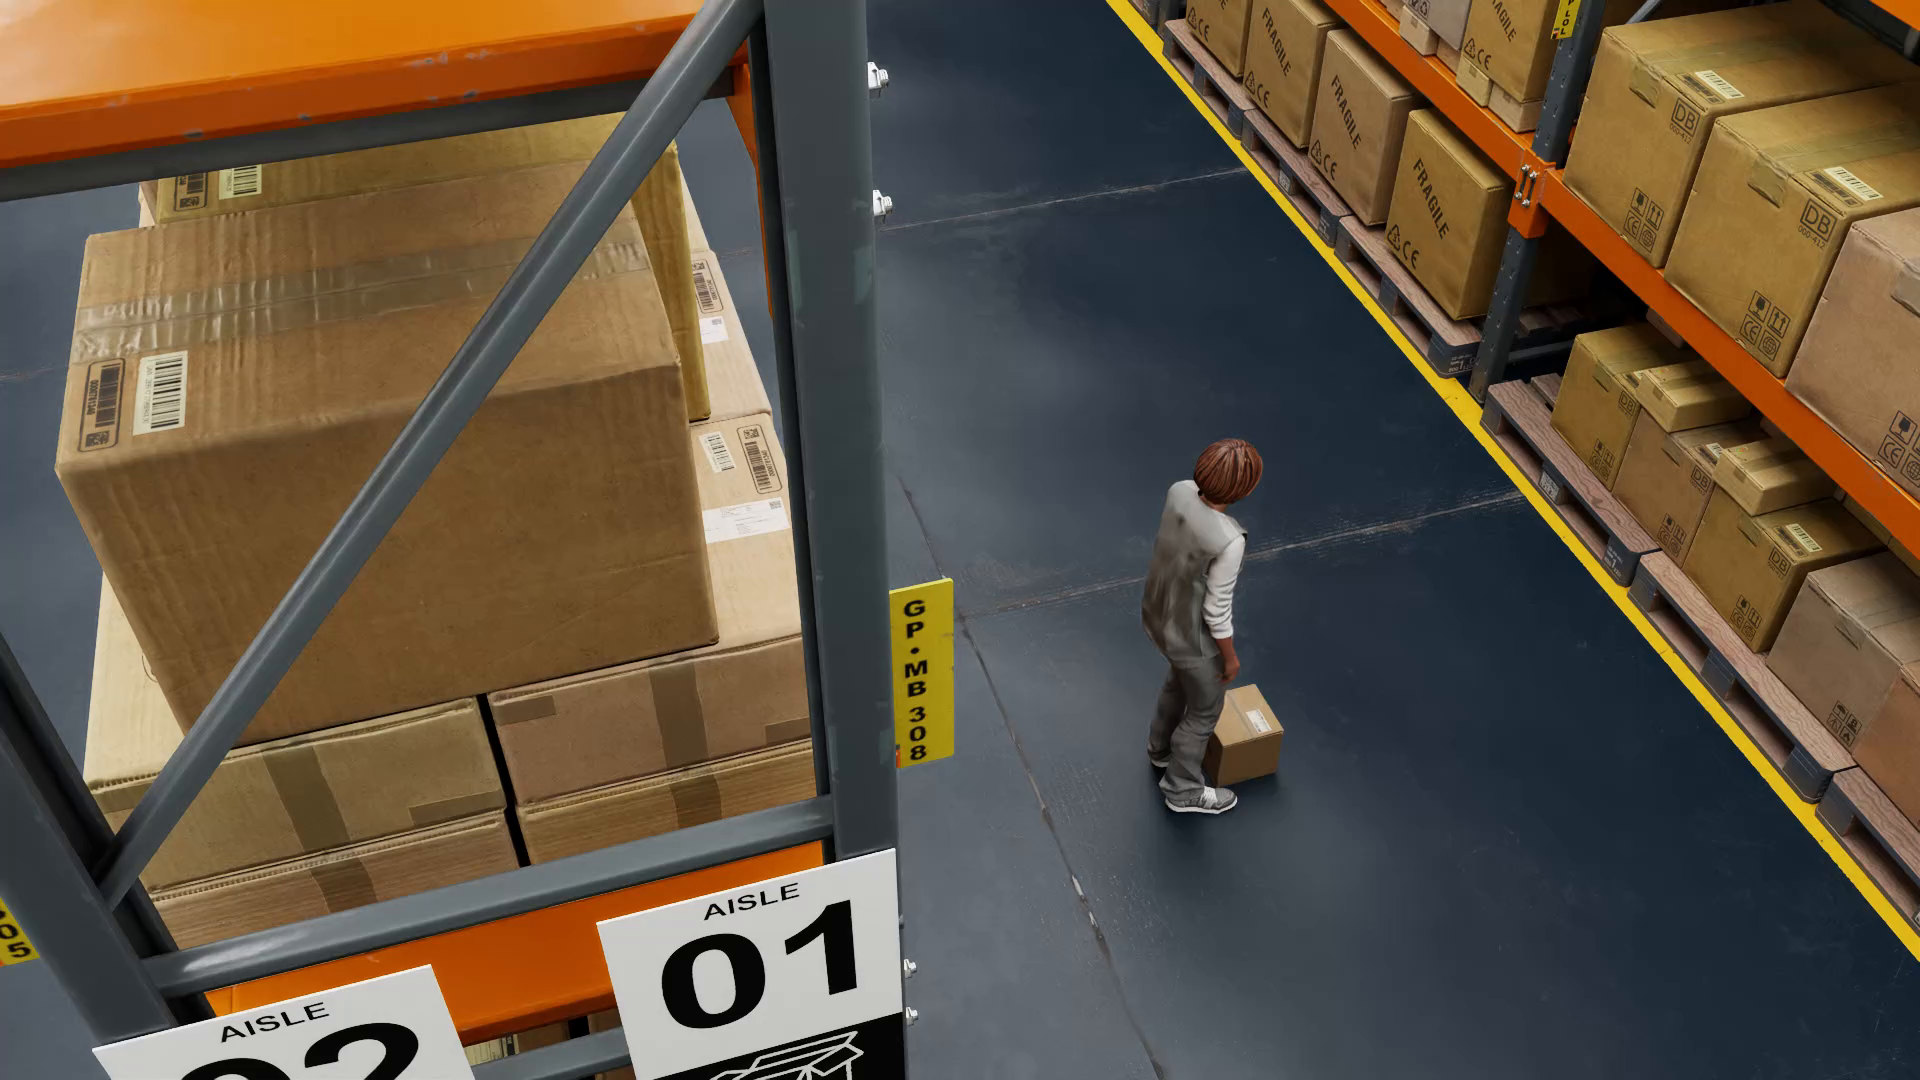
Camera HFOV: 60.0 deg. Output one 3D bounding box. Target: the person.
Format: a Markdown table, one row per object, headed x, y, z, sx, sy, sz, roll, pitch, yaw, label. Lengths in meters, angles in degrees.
| x | y | z | sx | sy | sz | roll | pitch | yaw | label |
| --- | --- | --- | --- | --- | --- | --- | --- | --- | --- |
| 0.837 | 0.304 | 5.840 | 0.372 | 1.594 | 0.485 | -14 | 45 | -15 | person |
